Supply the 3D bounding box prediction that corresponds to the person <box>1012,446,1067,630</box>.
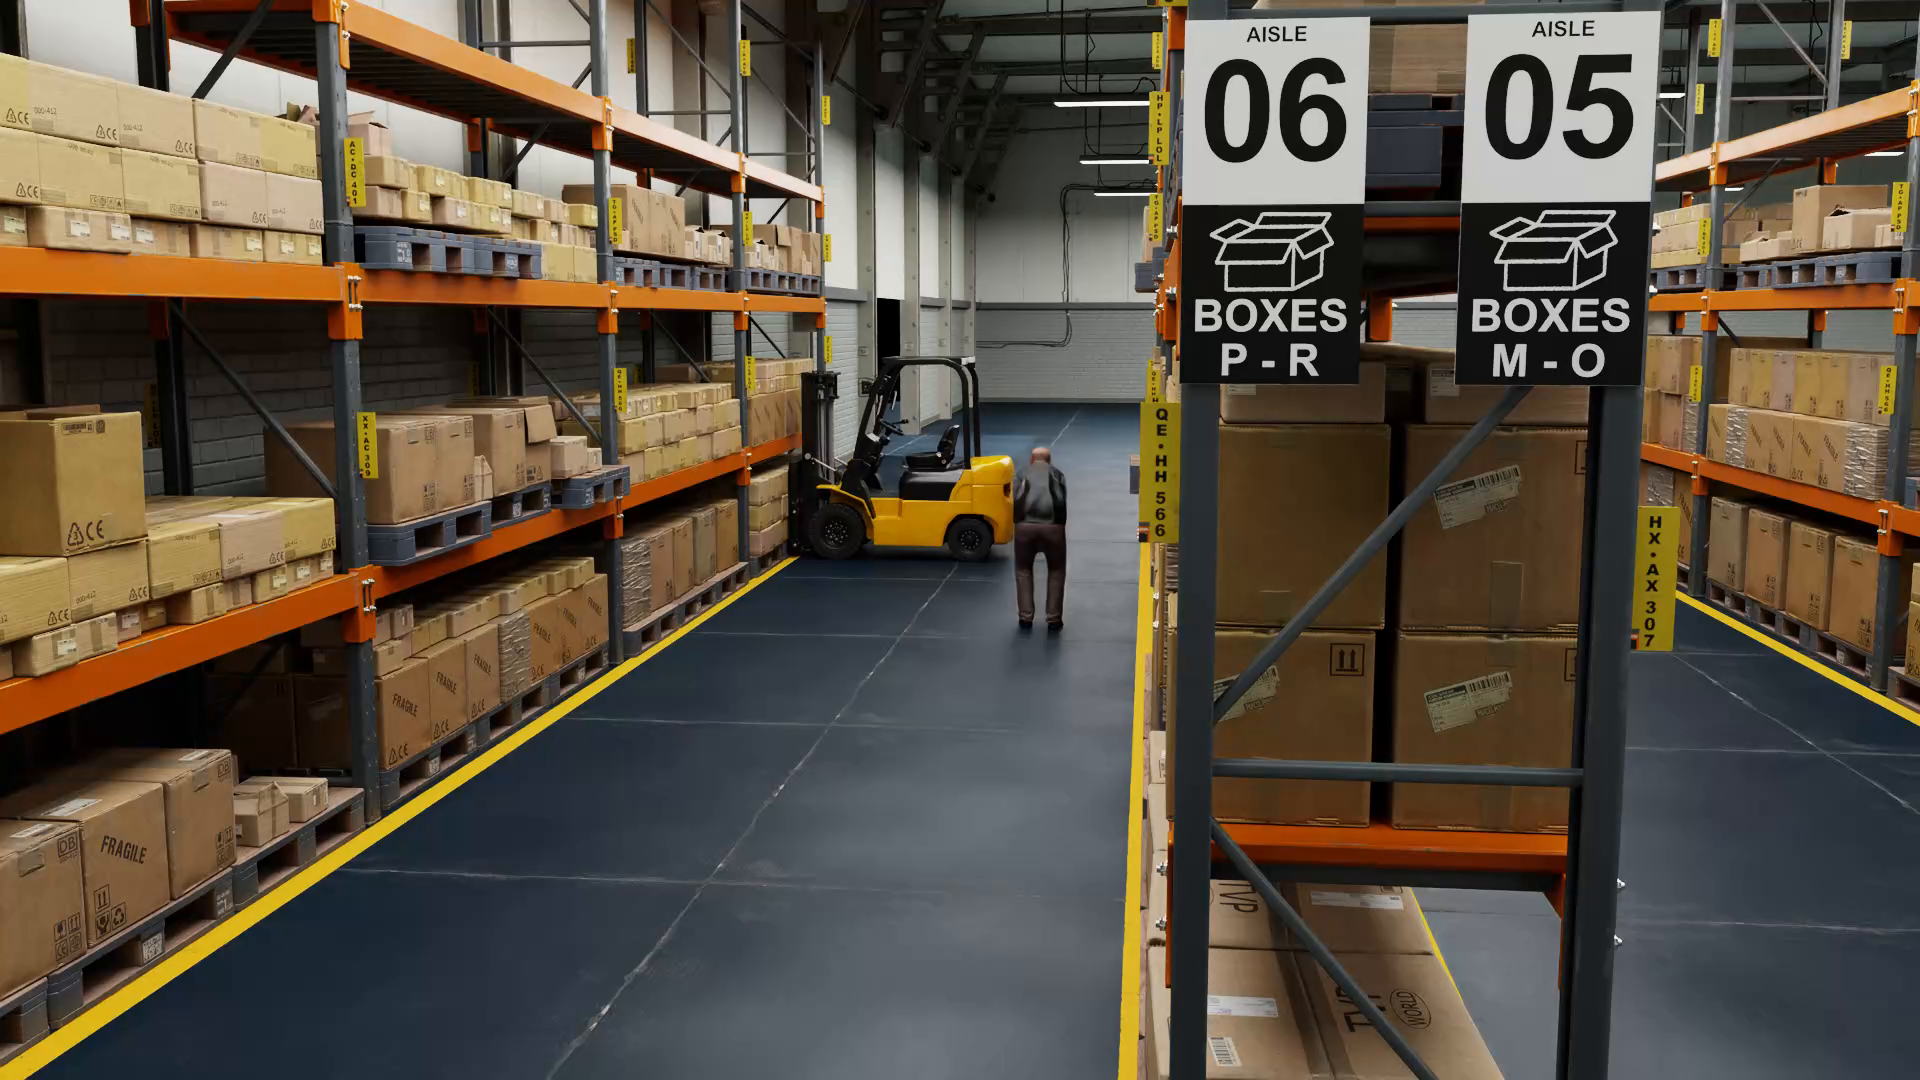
[{"bbox_3d":[0.669,-0.026,14.003,0.468,1.486,0.800,1,8,5],"label":"person"}]
